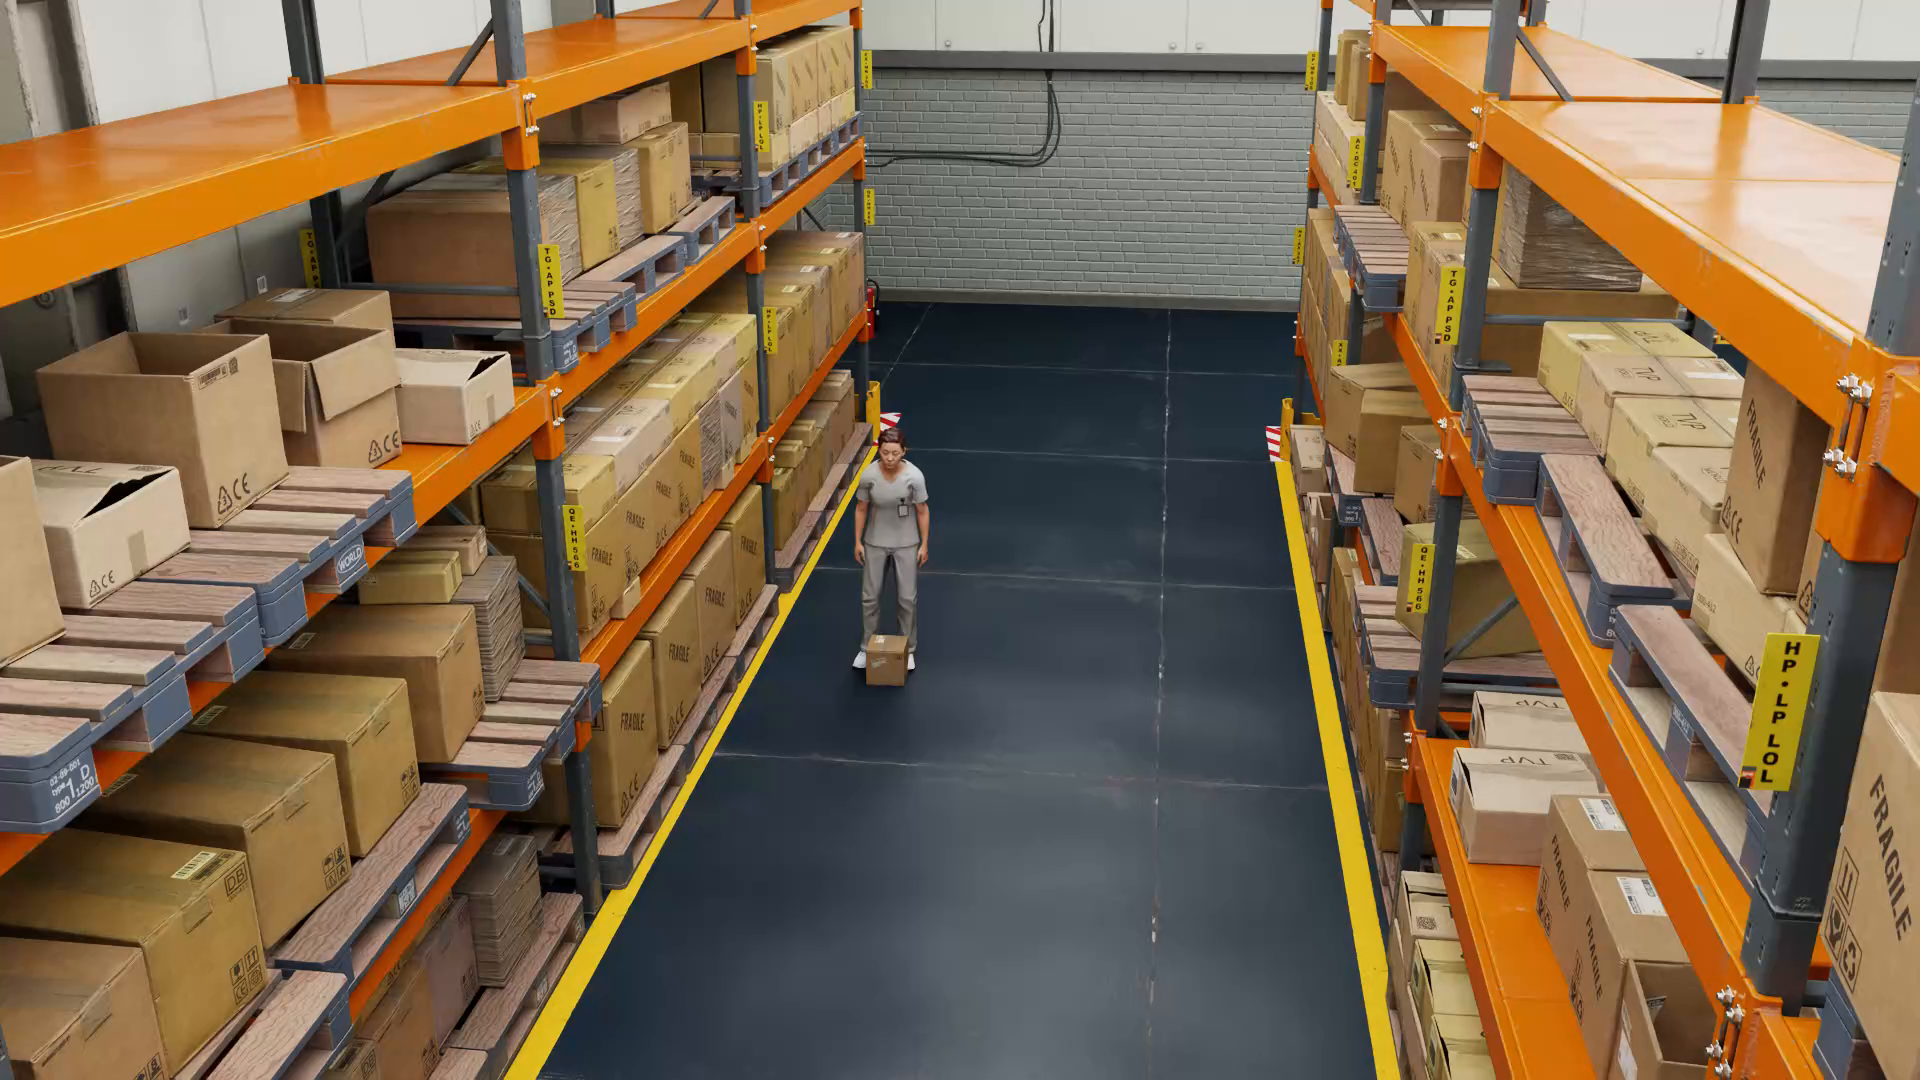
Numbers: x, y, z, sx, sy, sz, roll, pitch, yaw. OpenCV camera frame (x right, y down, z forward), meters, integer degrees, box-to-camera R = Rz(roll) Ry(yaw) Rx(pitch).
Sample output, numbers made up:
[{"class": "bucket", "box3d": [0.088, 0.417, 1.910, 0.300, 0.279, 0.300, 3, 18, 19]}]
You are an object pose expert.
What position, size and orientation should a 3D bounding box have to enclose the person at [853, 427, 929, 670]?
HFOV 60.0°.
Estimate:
[{"class": "person", "box3d": [-0.456, 0.044, 10.972, 0.508, 1.673, 0.354, 2, 21, 4]}]
